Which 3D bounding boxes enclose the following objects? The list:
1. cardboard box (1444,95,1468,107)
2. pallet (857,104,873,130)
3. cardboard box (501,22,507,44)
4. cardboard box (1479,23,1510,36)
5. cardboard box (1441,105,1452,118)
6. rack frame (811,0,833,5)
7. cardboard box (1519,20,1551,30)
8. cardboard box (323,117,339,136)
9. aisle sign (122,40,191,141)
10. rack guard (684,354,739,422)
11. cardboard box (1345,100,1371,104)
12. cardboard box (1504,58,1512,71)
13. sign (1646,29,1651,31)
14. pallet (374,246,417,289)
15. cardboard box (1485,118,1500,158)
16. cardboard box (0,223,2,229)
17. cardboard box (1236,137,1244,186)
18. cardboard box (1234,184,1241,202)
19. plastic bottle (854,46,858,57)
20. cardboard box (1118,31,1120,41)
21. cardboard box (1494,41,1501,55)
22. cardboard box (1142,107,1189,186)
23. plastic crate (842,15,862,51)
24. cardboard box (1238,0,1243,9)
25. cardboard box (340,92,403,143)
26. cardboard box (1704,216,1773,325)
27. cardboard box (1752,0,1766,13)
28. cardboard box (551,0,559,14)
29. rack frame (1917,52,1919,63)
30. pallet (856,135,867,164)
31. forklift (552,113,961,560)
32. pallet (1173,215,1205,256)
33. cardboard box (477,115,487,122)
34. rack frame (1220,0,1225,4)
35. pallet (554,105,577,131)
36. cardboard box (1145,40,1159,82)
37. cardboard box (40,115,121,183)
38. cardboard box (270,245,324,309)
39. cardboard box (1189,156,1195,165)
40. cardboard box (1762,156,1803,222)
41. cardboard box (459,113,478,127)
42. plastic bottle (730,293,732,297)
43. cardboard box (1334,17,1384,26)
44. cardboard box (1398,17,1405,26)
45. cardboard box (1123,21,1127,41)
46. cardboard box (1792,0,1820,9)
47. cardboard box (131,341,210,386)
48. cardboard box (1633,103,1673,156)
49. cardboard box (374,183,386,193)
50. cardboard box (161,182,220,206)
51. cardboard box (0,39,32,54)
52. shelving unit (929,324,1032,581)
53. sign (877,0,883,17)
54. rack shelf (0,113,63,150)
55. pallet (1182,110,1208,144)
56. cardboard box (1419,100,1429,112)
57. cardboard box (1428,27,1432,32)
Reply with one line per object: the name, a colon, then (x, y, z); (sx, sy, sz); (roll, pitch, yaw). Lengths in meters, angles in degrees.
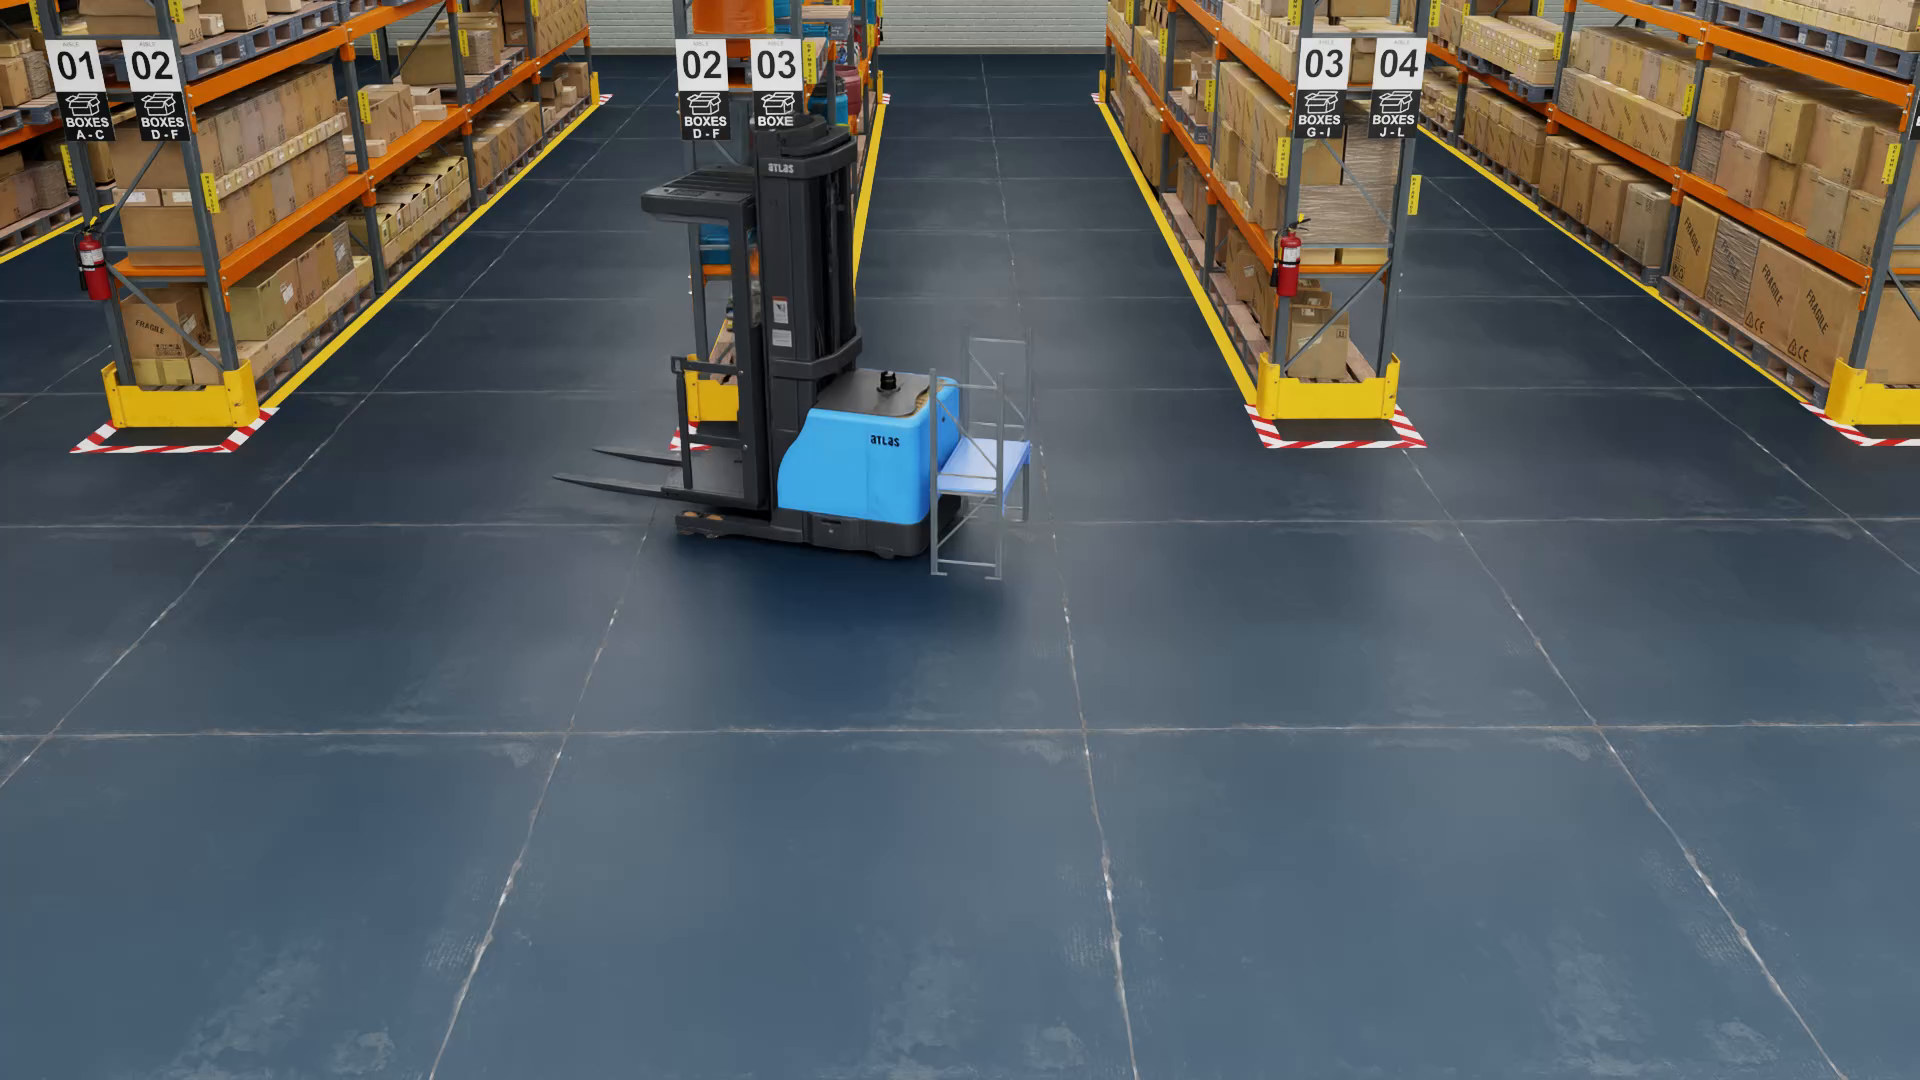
cardboard box: (7.726, -6.797, 25.749); (0.380, 0.149, 0.250); (0, 24, 0)
pallet: (-1.944, -6.916, 27.169); (1.003, 0.211, 1.213); (0, 24, -1)
cardboard box: (-7.096, -7.609, 25.197); (0.500, 0.500, 0.500); (0, 24, 0)
cardboard box: (7.587, -7.243, 23.581); (0.380, 0.149, 0.250); (-1, 24, -1)
cardboard box: (7.696, -6.650, 25.786); (0.380, 0.149, 0.250); (-1, 24, -3)
rack frame: (-1.793, -6.817, 16.285); (1.000, 3.000, 0.127); (0, 24, -1)
cardboard box: (8.237, -7.349, 23.815); (0.380, 0.149, 0.250); (-1, 24, -2)
cardboard box: (-6.529, -4.191, 16.850); (0.380, 0.149, 0.250); (-1, 24, -2)
aisle sign: (-6.396, -3.573, 13.239); (0.394, 0.787, 0.004); (0, 24, -1)
rack guard: (-1.798, -1.327, 14.461); (1.175, 0.500, 0.348); (0, 24, -1)
cardboard box: (3.464, -3.734, 15.053); (0.500, 0.500, 0.500); (0, 24, -1)
cardboard box: (7.604, -6.434, 22.515); (0.380, 0.149, 0.250); (-1, 24, -3)
sign: (8.631, -6.266, 20.942); (0.100, 0.325, 0.005); (0, 24, -1)
pallet: (-6.794, -3.095, 18.721); (1.003, 0.211, 1.213); (0, 24, -1)
cardboard box: (7.802, -5.696, 23.610); (0.500, 0.500, 0.500); (0, 24, 0)
cardboard box: (-11.745, -3.827, 19.453); (0.700, 0.500, 0.500); (0, 24, 0)
cardboard box: (3.179, -3.689, 16.168); (0.875, 0.500, 0.500); (0, 24, -1)
cardboard box: (2.899, -3.386, 16.285); (0.380, 0.149, 0.250); (0, 24, -1)
plastic bottle: (-1.543, -6.980, 23.986); (0.144, 0.351, 0.185); (0, 24, -1)
cardboard box: (2.725, -8.046, 26.588); (0.380, 0.149, 0.250); (0, 24, 0)
cardboard box: (7.596, -6.786, 22.932); (0.380, 0.149, 0.250); (-1, 24, -2)
cardboard box: (3.129, -5.261, 22.195); (1.225, 0.875, 0.875); (-1, 24, -3)
plastic crate: (-1.640, -7.805, 25.601); (0.402, 0.464, 0.583); (0, 24, -1)
cardboard box: (2.907, -5.228, 16.112); (0.380, 0.149, 0.250); (0, 24, 0)
cardboard box: (-6.750, -4.848, 19.091); (0.500, 0.500, 0.500); (0, 24, 0)
cardboard box: (8.071, -2.678, 16.484); (0.875, 0.875, 0.875); (0, 24, 0)
cardboard box: (7.793, -5.111, 15.828); (0.380, 0.149, 0.250); (-1, 24, -1)
cardboard box: (-6.569, -8.480, 25.908); (0.500, 0.500, 0.500); (-1, 24, -2)
rack frame: (8.164, -5.171, 12.647); (1.000, 3.000, 0.127); (0, 24, -1)
pallet: (-1.914, -5.791, 24.681); (1.003, 0.211, 1.213); (0, 24, -1)
forklift: (-1.567, -1.545, 11.993); (3.031, 2.935, 1.130); (8, 25, 17)
pallet: (3.133, -3.660, 19.969); (1.003, 0.211, 1.213); (0, 24, -1)
cardboard box: (-7.057, -5.794, 23.804); (0.500, 0.500, 0.500); (0, 24, 0)
rack frame: (3.159, -6.839, 16.334); (1.000, 3.000, 0.127); (0, 24, -1)
pallet: (-6.857, -6.875, 27.079); (1.003, 0.211, 1.213); (0, 24, -1)
cardboard box: (2.849, -6.631, 23.032); (0.500, 0.500, 0.500); (0, 24, 0)
cardboard box: (-11.620, -5.202, 22.095); (0.750, 0.750, 0.750); (-1, 24, -1)
cardboard box: (-6.500, -2.534, 16.014); (0.500, 0.500, 0.500); (0, 24, -1)
cardboard box: (3.153, -4.881, 20.875); (0.500, 0.250, 0.500); (1, 24, 2)
cardboard box: (8.159, -3.335, 15.685); (0.875, 0.550, 0.500); (0, 24, -1)
cardboard box: (-7.055, -5.943, 23.223); (0.500, 0.250, 0.500); (-1, 24, -2)
plastic bottle: (-2.185, -2.310, 16.373); (0.152, 0.276, 0.135); (-1, 24, -2)
cardboard box: (3.469, -4.475, 14.446); (0.380, 0.149, 0.250); (0, 24, -1)
cardboard box: (7.665, -8.781, 28.214); (0.380, 0.149, 0.250); (0, 24, -1)
cardboard box: (2.797, -7.863, 25.700); (0.500, 0.250, 0.500); (0, 24, 1)
cardboard box: (7.865, -4.930, 14.943); (0.500, 0.250, 0.500); (0, 24, 0)
cardboard box: (-7.004, -1.572, 14.797); (0.500, 0.250, 0.500); (0, 24, -1)
cardboard box: (7.842, -4.554, 18.440); (0.500, 0.500, 0.500); (-1, 24, -1)
cardboard box: (-7.054, -4.049, 19.593); (0.500, 0.311, 0.500); (-1, 24, -1)
cardboard box: (-6.492, -2.918, 14.037); (0.380, 0.149, 0.250); (0, 24, -1)
cardboard box: (-11.710, -6.086, 20.508); (0.380, 0.149, 0.250); (-3, 25, -7)
shelving unit: (0.157, -0.633, 11.713); (0.538, 1.500, 1.048); (5, 25, 11)
sign: (-1.374, -9.111, 28.441); (0.100, 0.325, 0.005); (0, 24, -1)
rack shelf: (-11.722, -4.535, 19.393); (1.077, 0.370, 4.000); (0, 24, -1)
pallet: (3.178, -4.851, 19.451); (1.003, 0.211, 1.213); (0, 24, -1)
cardboard box: (7.705, -7.069, 27.072); (0.380, 0.149, 0.250); (0, 24, -1)
cardboard box: (7.753, -8.393, 26.569); (0.500, 0.500, 0.500); (-1, 24, -2)
